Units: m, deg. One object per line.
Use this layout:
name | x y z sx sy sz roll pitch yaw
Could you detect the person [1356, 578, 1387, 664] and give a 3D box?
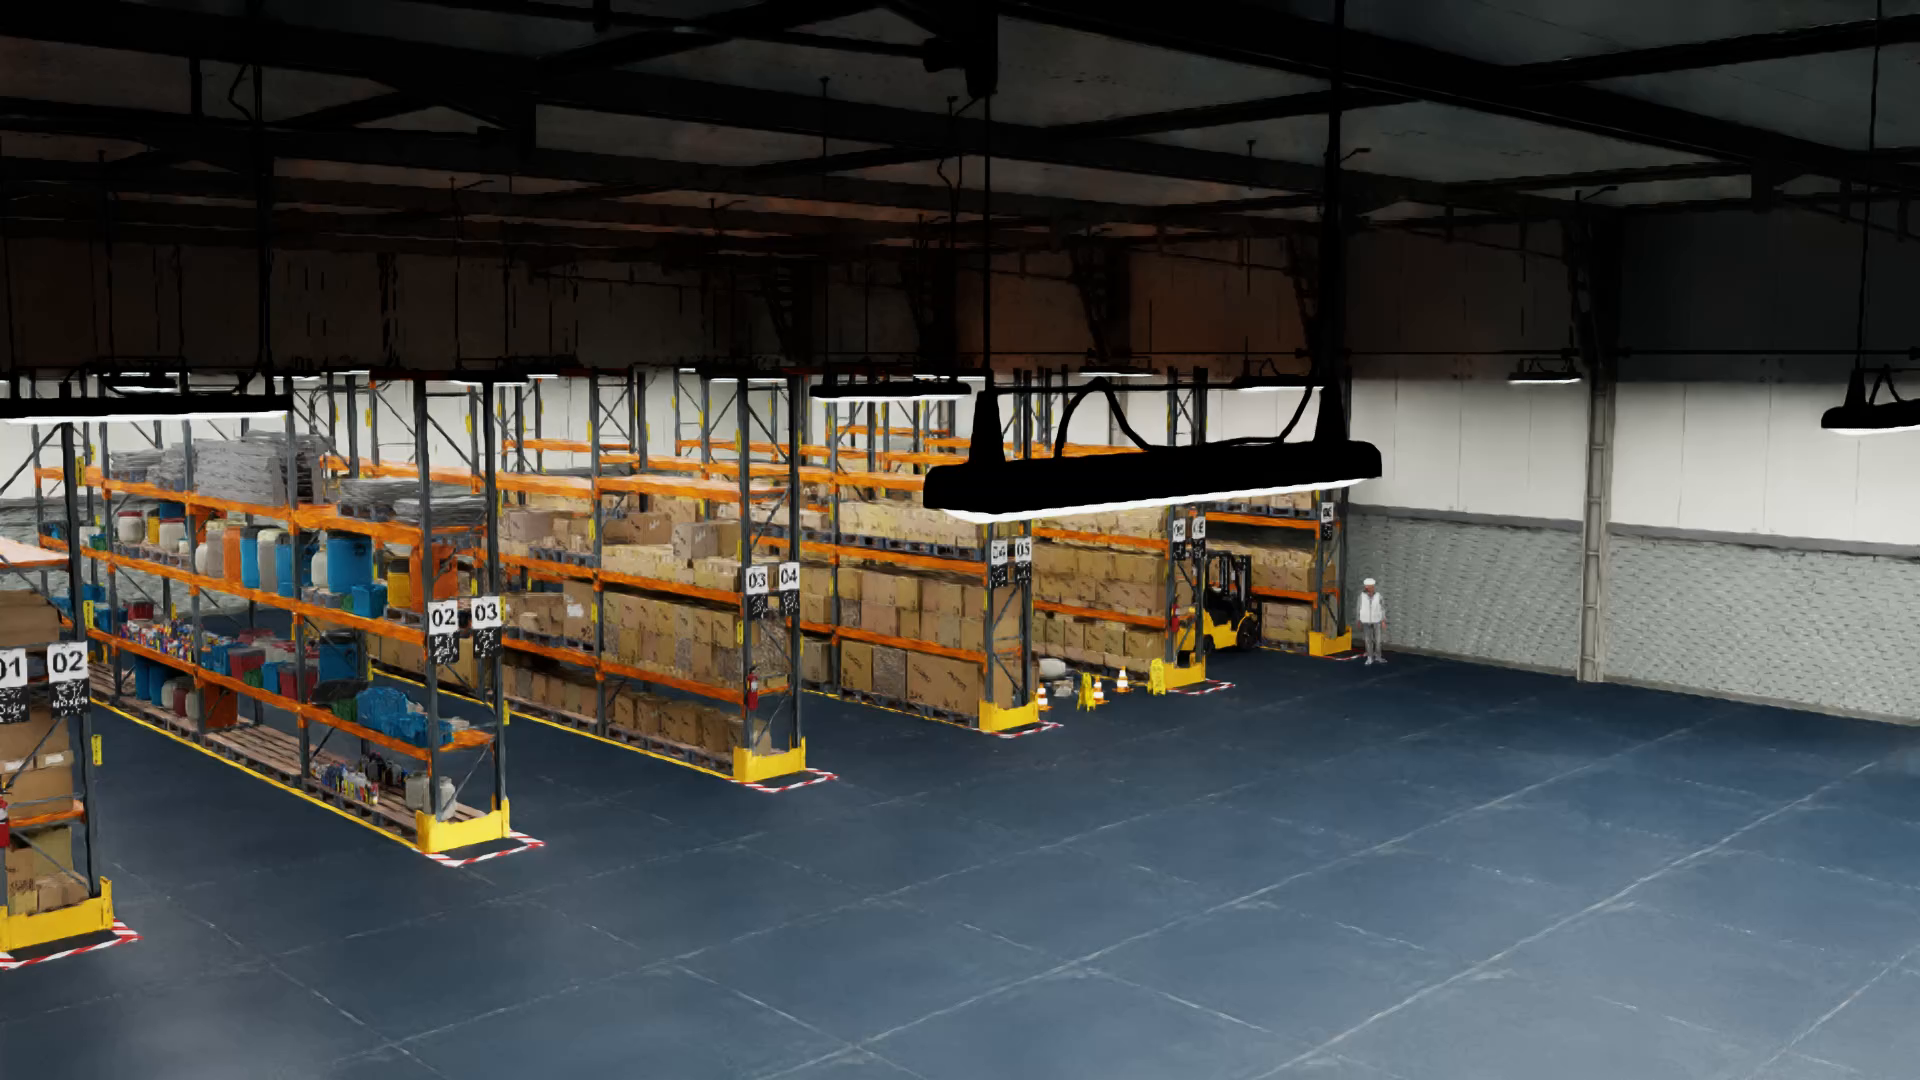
person | 8.360 1.640 33.716 0.636 1.766 0.403 2 7 15
